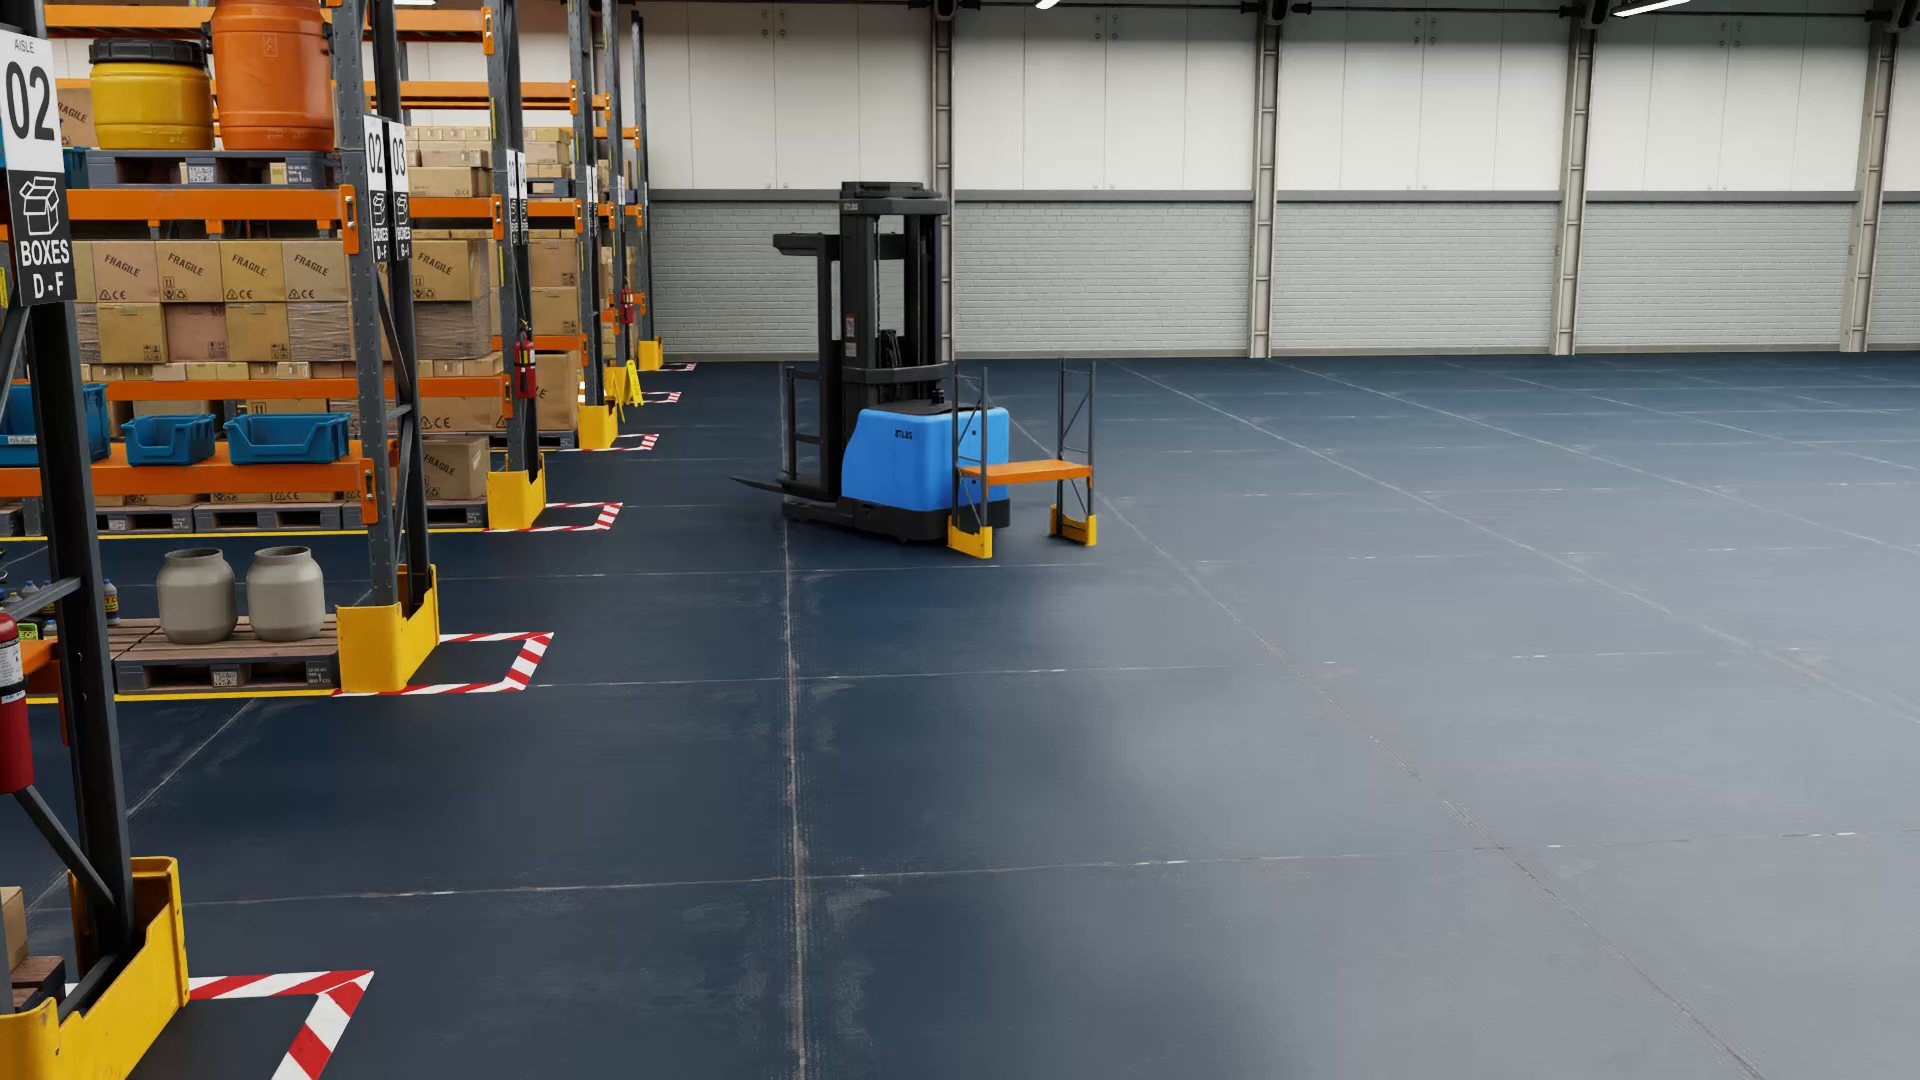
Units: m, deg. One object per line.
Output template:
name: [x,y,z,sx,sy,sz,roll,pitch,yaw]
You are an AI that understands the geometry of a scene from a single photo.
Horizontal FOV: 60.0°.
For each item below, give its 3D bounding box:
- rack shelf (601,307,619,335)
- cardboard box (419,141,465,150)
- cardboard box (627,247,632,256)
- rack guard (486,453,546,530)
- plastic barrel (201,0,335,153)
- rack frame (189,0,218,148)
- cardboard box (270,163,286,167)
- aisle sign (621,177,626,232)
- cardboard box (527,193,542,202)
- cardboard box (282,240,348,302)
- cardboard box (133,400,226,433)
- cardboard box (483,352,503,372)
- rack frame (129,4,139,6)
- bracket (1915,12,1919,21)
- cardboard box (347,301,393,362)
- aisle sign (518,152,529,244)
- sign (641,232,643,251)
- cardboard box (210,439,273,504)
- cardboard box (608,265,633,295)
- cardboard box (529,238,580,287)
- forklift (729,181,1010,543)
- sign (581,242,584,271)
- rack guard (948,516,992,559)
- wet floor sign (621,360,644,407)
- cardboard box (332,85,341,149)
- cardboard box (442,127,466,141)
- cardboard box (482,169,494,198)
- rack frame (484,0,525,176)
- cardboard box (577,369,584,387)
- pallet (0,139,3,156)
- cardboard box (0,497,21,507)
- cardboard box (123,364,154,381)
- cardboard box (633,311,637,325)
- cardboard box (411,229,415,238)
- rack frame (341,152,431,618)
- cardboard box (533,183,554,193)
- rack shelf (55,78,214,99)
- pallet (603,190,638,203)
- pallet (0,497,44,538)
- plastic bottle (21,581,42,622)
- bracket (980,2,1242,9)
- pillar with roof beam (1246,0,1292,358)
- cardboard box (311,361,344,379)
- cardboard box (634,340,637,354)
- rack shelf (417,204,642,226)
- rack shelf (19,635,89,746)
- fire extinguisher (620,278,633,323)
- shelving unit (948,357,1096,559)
rack shelf: [-6.937,-3.181,24.139,4.000,0.370,1.077,-1,11,-6]
cardboard box: [-5.767,-4.344,18.681,0.500,0.250,0.500,-1,11,-6]
cardboard box: [-5.822,-4.993,28.779,0.250,0.149,0.380,-1,11,-6]
rack guard: [-3.954,-0.447,14.848,0.348,0.500,1.175,-1,11,-6]
plastic barrel: [-3.813,-2.580,9.236,0.708,0.830,0.600,-1,11,-6]
rack frame: [-8.290,-5.489,18.461,0.127,3.000,1.000,-1,11,-6]
cardboard box: [-5.693,-3.181,13.853,0.250,0.149,0.380,-2,11,-9]
aisle sign: [-4.921,-4.912,24.340,0.004,0.787,0.394,-1,11,-6]
cardboard box: [-6.044,-4.860,23.691,0.250,0.149,0.380,-1,11,-6]
cardboard box: [-5.392,-2.281,14.071,0.500,0.500,0.500,-1,11,-6]
cardboard box: [-8.898,-1.617,19.063,0.750,0.750,1.050,-1,11,-6]
cardboard box: [-4.188,-1.592,14.841,0.250,0.149,0.380,-1,11,-6]
rack frame: [-13.442,-7.305,27.697,0.127,3.000,1.000,-1,11,-6]
bracket: [18.033,-9.836,31.243,0.430,0.232,0.235,-1,11,-6]
cardboard box: [-4.912,-1.831,14.375,0.500,0.500,0.875,-1,11,-6]
aisle sign: [-3.849,-3.010,14.663,0.004,0.787,0.394,-1,11,-6]
sign: [-5.444,-5.108,28.458,0.005,0.325,0.100,-1,11,-6]
cardboard box: [-6.276,-0.614,14.605,0.500,0.500,0.500,-2,11,-11]
cardboard box: [-5.949,-4.516,28.805,0.500,0.500,0.500,-1,11,-7]
cardboard box: [-4.687,-3.232,19.343,0.550,0.550,0.875,-1,11,-6]
forklift: [-0.930,-1.639,14.608,1.130,2.935,3.031,-10,15,-41]
sign: [-4.269,-3.209,18.798,0.005,0.325,0.100,-1,11,-6]
rack guard: [0.076,-0.027,13.355,0.087,0.250,0.587,-6,13,-29]
wet floor sign: [-4.644,-2.219,23.485,0.232,0.644,0.267,3,11,14]
cardboard box: [-5.392,-3.507,13.827,0.500,0.500,0.500,-1,11,-6]
cardboard box: [-5.621,-4.531,18.598,0.250,0.149,0.380,-1,11,-6]
cardboard box: [-4.385,-3.113,14.541,0.500,0.250,0.500,-1,11,-4]
rack frame: [-3.878,-4.619,14.036,0.127,3.000,1.000,-1,11,-6]
cardboard box: [-5.747,-2.364,24.156,0.500,0.250,0.500,-1,11,-6]
pallet: [-3.518,-1.194,4.620,1.213,0.211,1.003,-1,11,-6]
cardboard box: [-8.468,-0.573,14.345,0.500,0.500,0.700,-2,11,-10]
cardboard box: [-6.866,-1.436,14.047,0.250,0.149,0.380,-1,11,-6]
cardboard box: [-5.987,-3.902,29.385,0.500,0.250,0.500,-1,11,-7]
cardboard box: [-7.954,-4.152,23.591,0.500,0.500,0.700,-1,11,-6]
rack frame: [-3.344,-0.726,9.783,0.127,3.000,1.000,-1,11,-6]
cardboard box: [-5.930,-5.050,23.622,0.500,0.250,0.500,-1,11,-7]
rack shelf: [-10.279,-4.898,18.357,4.000,0.370,1.077,-1,11,-6]
pallet: [-6.194,-5.946,28.793,1.213,0.211,1.003,-1,11,-6]
pallet: [-8.629,-0.207,14.376,1.213,0.211,1.003,-1,11,-6]
plastic bottle: [-5.620,0.384,10.069,0.097,0.271,0.097,0,11,0]
bracket: [2.716,-9.516,29.611,4.783,0.066,0.076,-1,11,-6]
pillar with roof beam: [6.117,-7.054,26.422,0.548,9.000,9.100,-1,11,-6]
cardboard box: [-5.380,-1.477,14.259,0.250,0.149,0.380,-1,11,-6]
cardboard box: [-5.998,-3.412,29.487,0.500,0.250,0.500,-1,11,-6]
rack shelf: [-7.477,-5.605,28.691,4.000,0.370,1.077,-1,11,-6]
rack shelf: [-4.801,0.619,4.808,4.000,0.370,1.077,-1,11,-6]
fire extinguisher: [-4.785,-3.452,23.852,0.183,0.674,0.296,-1,11,-6]
shelving unit: [0.507,-0.688,13.479,1.083,1.500,0.587,-6,13,-29]
